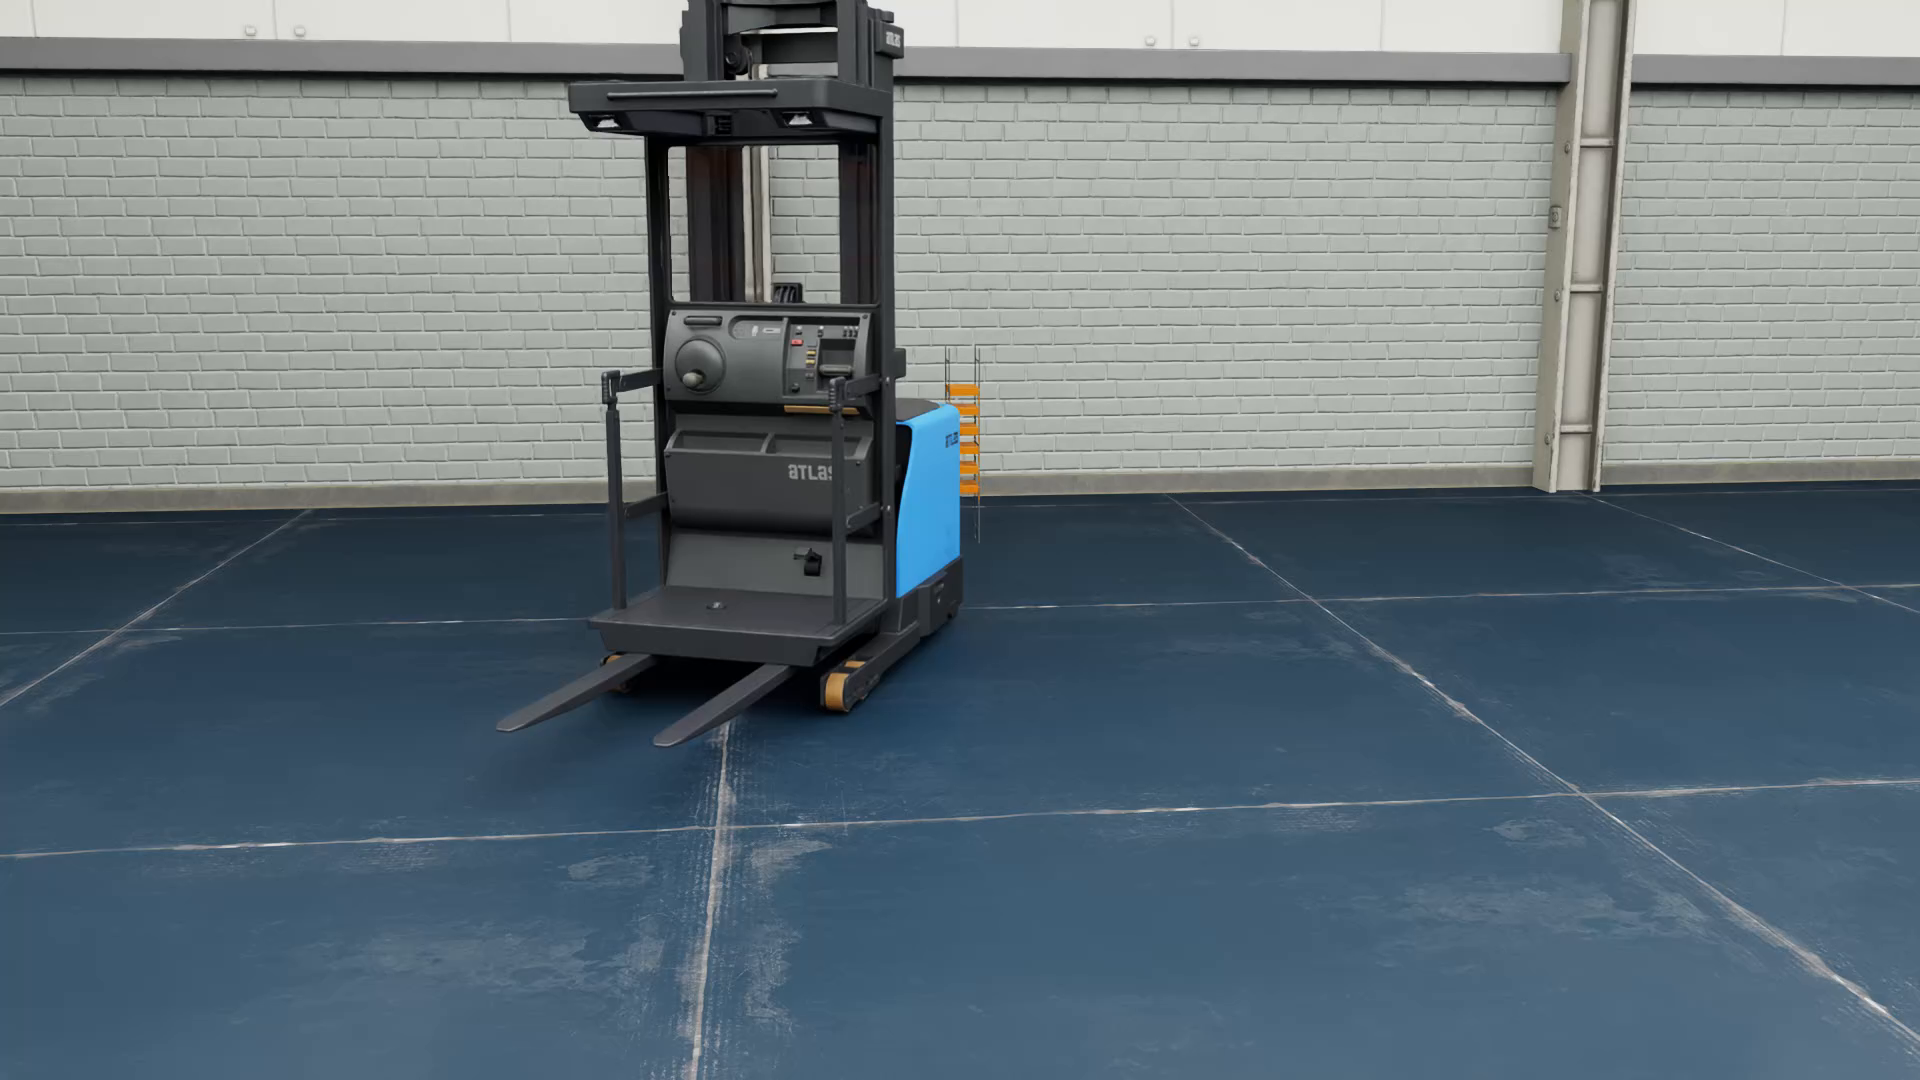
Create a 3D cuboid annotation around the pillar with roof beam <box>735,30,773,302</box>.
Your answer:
[{"bbox_3d":[-1.021,-3.847,6.606,0.400,9.000,9.100,-1,11,-6],"label":"pillar with roof beam"}]

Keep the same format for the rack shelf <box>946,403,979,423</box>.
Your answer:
[{"bbox_3d":[0.014,-0.781,10.216,0.180,0.103,0.258,-1,11,-6],"label":"rack shelf"}]

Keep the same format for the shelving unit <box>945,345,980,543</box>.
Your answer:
[{"bbox_3d":[0.014,-0.589,10.254,0.189,1.200,0.258,-1,11,-6],"label":"shelving unit"}]

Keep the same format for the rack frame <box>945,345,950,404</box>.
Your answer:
[{"bbox_3d":[-0.077,-0.587,10.244,0.006,1.200,0.240,-1,11,-6],"label":"rack frame"}]

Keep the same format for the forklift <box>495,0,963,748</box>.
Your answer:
[{"bbox_3d":[-0.888,-0.817,6.927,1.130,2.935,3.031,3,12,16],"label":"forklift"}]

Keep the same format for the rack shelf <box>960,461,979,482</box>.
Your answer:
[{"bbox_3d":[0.014,-0.428,10.286,0.180,0.103,0.258,-1,11,-6],"label":"rack shelf"}]

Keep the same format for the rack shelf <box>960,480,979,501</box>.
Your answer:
[{"bbox_3d":[0.014,-0.310,10.309,0.180,0.103,0.258,-1,11,-6],"label":"rack shelf"}]

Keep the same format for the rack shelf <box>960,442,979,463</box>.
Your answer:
[{"bbox_3d":[0.014,-0.545,10.262,0.180,0.103,0.258,-1,11,-6],"label":"rack shelf"}]

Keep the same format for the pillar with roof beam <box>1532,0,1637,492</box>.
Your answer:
[{"bbox_3d":[4.944,-3.972,7.242,0.400,9.000,9.100,-1,11,-6],"label":"pillar with roof beam"}]

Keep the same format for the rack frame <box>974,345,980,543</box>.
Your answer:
[{"bbox_3d":[0.105,-0.591,10.264,0.006,1.200,0.240,-1,11,-6],"label":"rack frame"}]

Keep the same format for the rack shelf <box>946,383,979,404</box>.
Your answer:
[{"bbox_3d":[0.014,-0.899,10.193,0.180,0.103,0.258,-1,11,-6],"label":"rack shelf"}]

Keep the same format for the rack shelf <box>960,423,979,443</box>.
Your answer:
[{"bbox_3d":[0.014,-0.663,10.239,0.180,0.103,0.258,-1,11,-6],"label":"rack shelf"}]
